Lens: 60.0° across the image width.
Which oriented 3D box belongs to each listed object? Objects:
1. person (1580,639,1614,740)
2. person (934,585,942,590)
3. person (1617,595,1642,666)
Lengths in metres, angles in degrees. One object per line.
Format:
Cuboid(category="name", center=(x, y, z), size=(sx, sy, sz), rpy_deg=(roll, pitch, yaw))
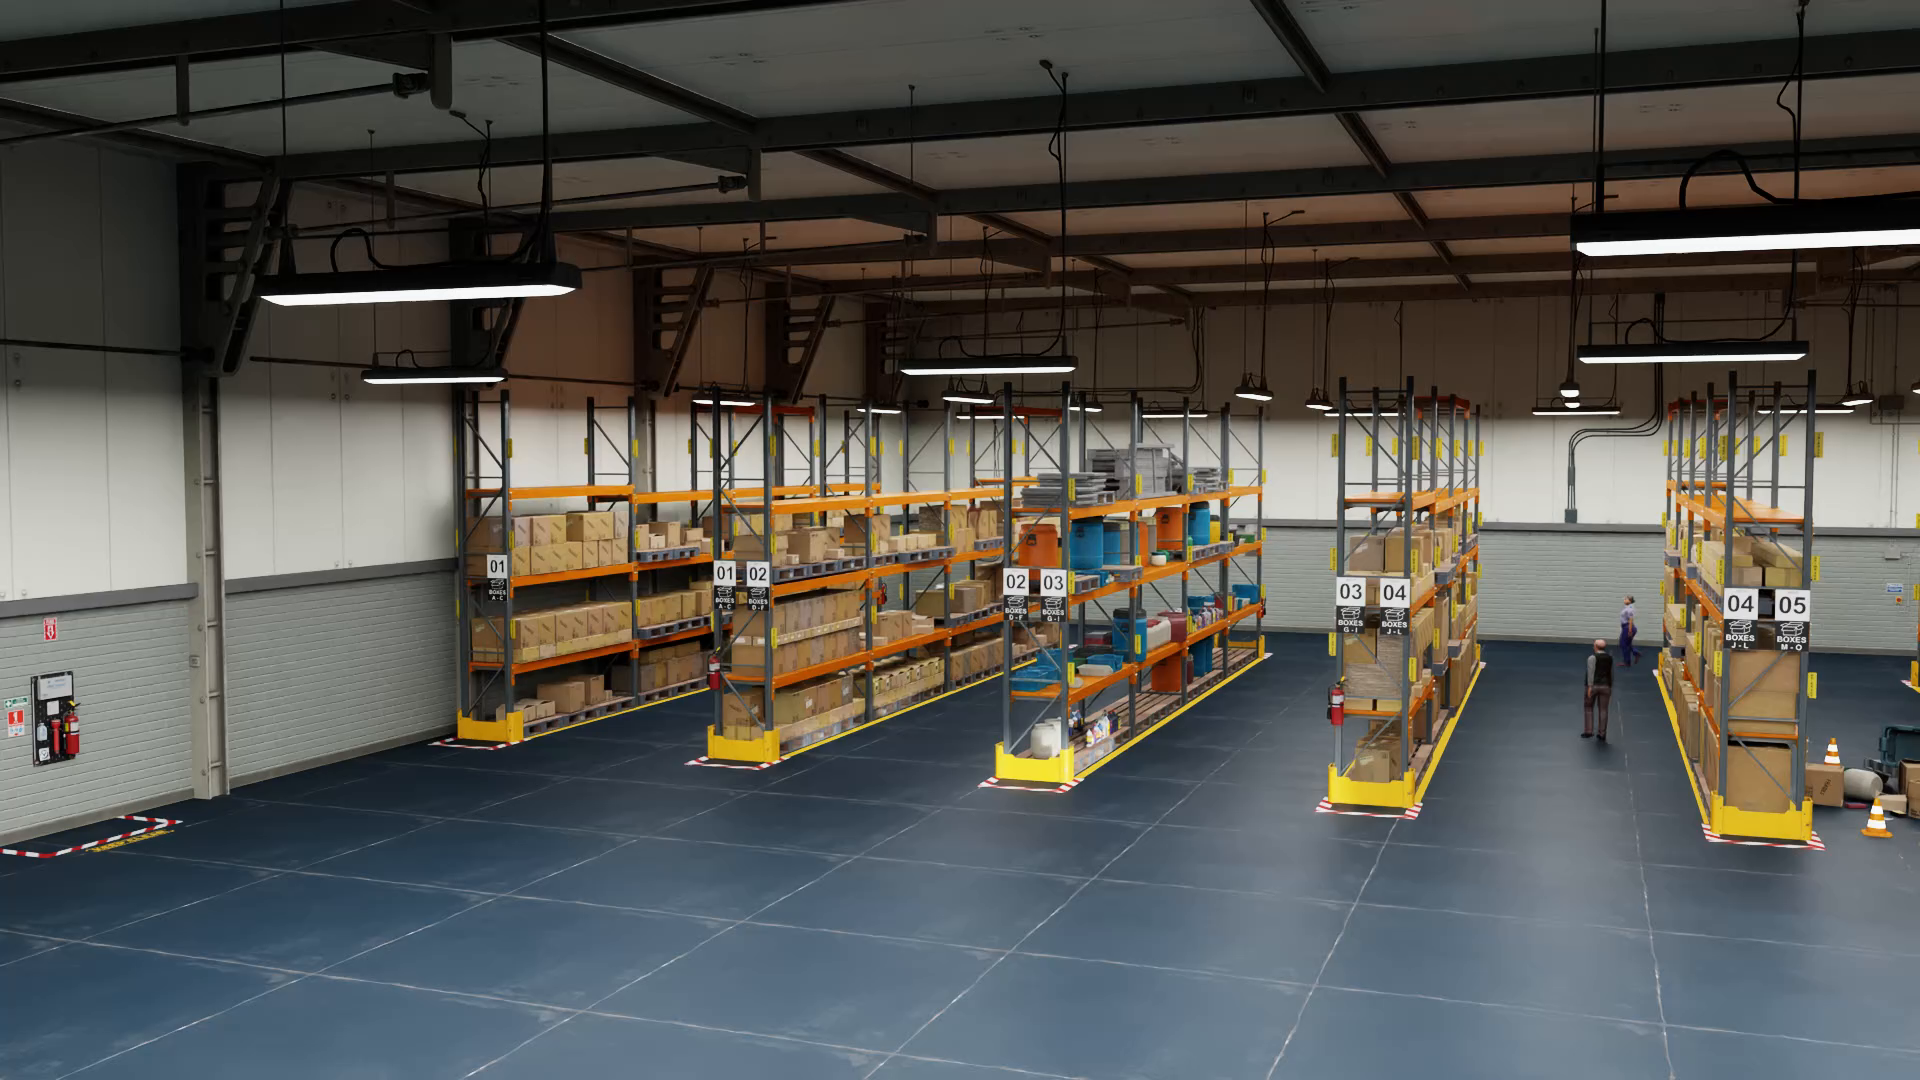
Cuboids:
Cuboid(category="person", center=(11.019, 2.587, 28.633), size=(0.516, 1.749, 0.701), rpy_deg=(0, 3, 8))
Cuboid(category="person", center=(-0.533, 1.928, 39.614), size=(0.646, 1.719, 1.039), rpy_deg=(1, 3, 21))
Cuboid(category="person", center=(15.357, 2.068, 38.084), size=(0.555, 1.633, 0.498), rpy_deg=(1, 3, 18))
